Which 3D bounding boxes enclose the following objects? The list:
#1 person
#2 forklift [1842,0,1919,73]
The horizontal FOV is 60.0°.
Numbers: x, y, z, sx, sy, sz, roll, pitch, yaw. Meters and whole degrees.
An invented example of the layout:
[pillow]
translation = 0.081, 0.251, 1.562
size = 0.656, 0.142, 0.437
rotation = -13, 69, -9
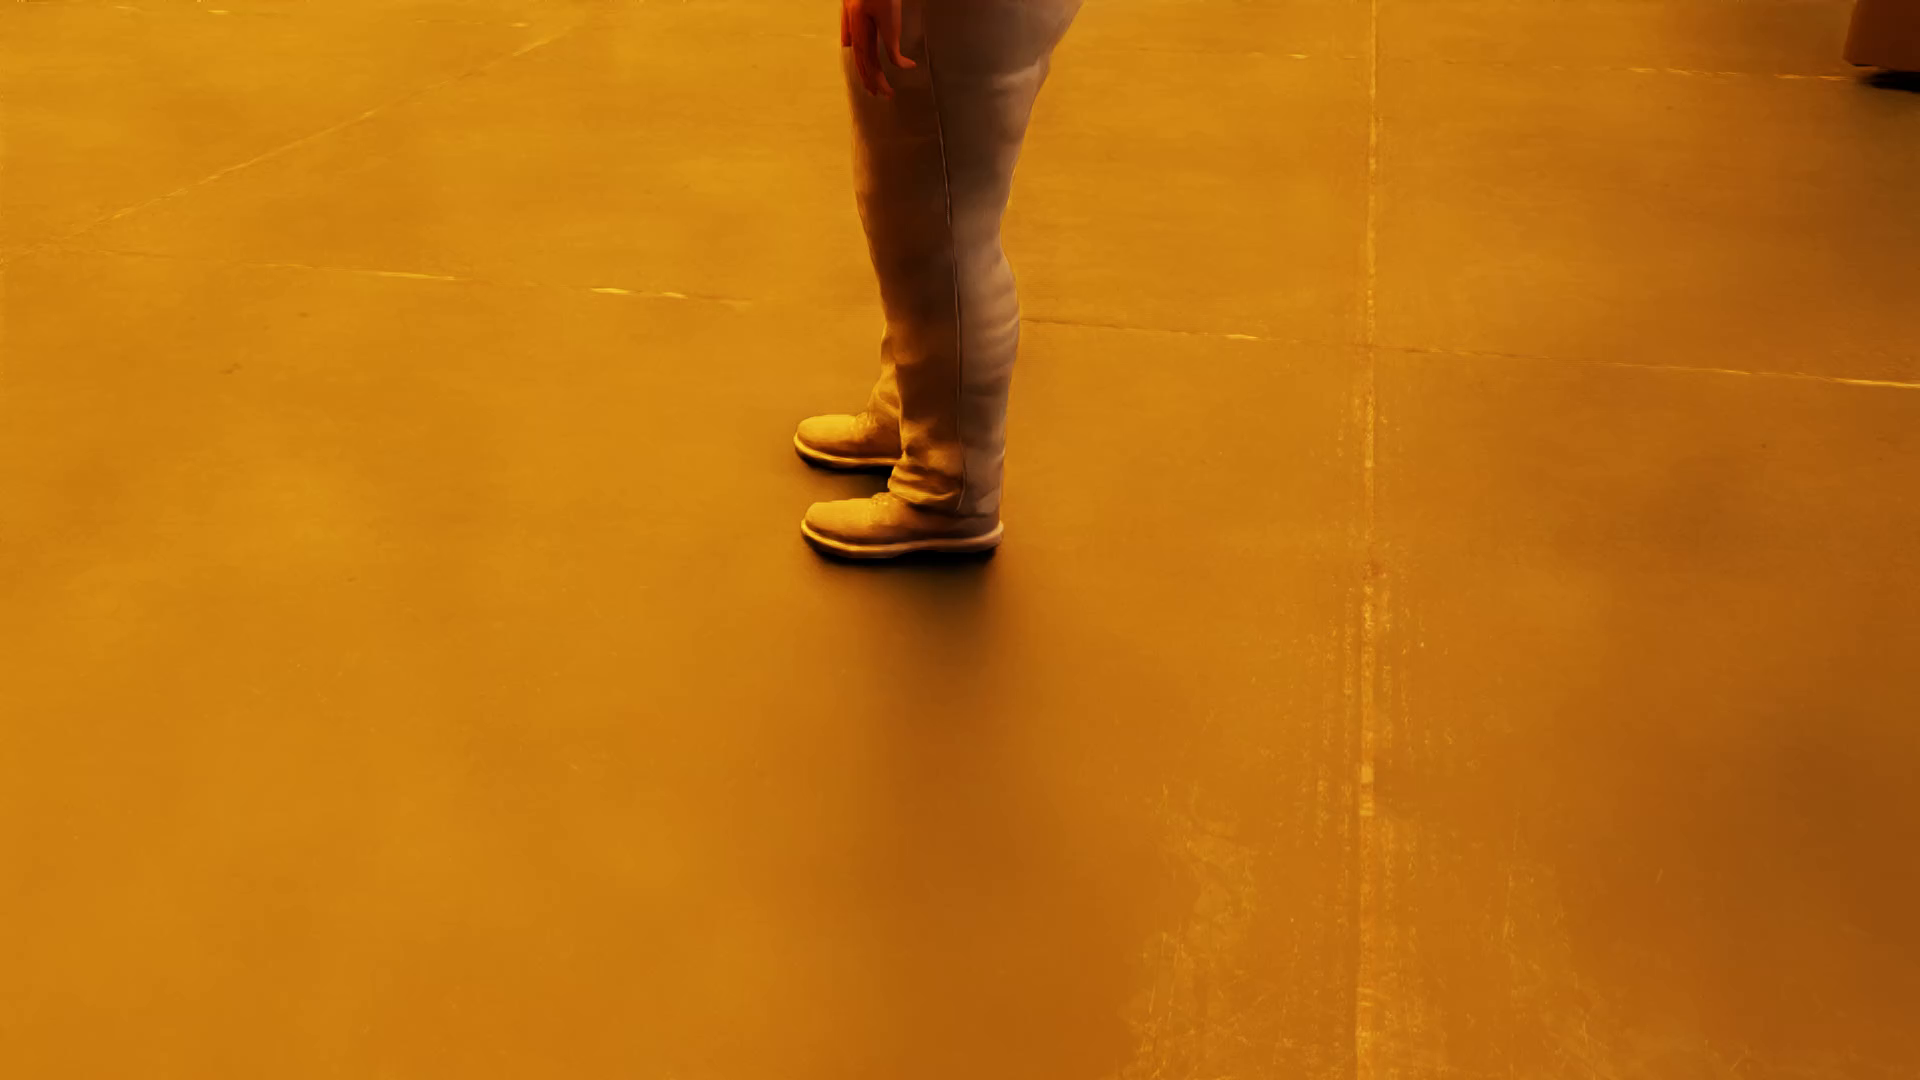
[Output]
[person]
translation = -0.070, -0.768, 2.156
size = 0.529, 1.669, 0.598
rotation = 6, 27, 11
[forklift]
translation = 4.336, -3.105, 5.401
size = 3.031, 2.935, 1.130
rotation = -22, 34, -37
